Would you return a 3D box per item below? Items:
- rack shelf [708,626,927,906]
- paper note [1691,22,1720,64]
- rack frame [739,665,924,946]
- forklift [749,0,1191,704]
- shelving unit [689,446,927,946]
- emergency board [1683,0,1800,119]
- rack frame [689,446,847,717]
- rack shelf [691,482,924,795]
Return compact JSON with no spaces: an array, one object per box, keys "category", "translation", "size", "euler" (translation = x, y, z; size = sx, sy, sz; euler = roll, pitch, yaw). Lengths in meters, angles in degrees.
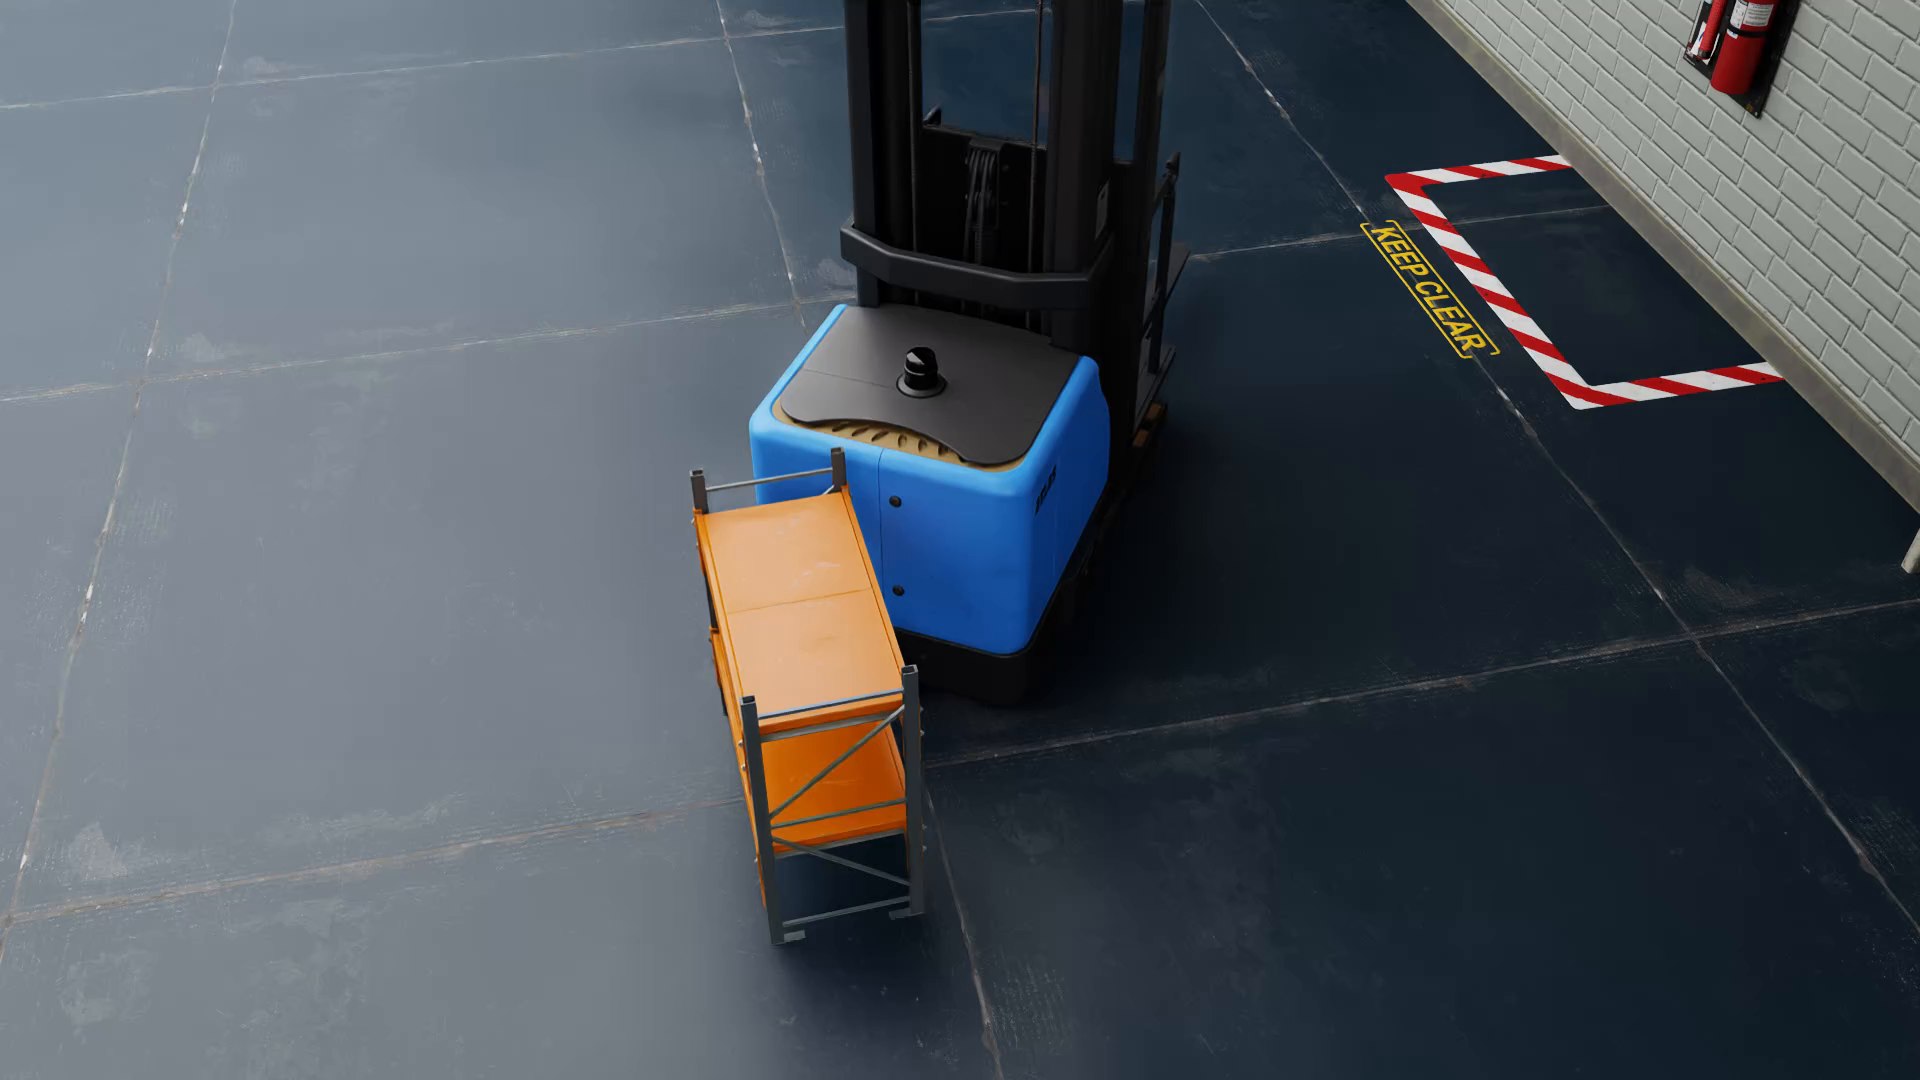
[{"category":"rack shelf","translation":[-0.490,0.677,5.508],"size":[0.538,0.278,1.000],"euler":[-10,43,-11]},{"category":"paper note","translation":[3.481,-2.321,7.769],"size":[0.016,0.148,0.142],"euler":[-8,42,-9]},{"category":"rack frame","translation":[-0.362,0.821,4.978],"size":[0.500,1.125,0.032],"euler":[-10,43,-11]},{"category":"forklift","translation":[0.261,-1.496,6.227],"size":[1.130,2.935,3.031],"euler":[14,43,15]},{"category":"shelving unit","translation":[-0.490,0.494,5.346],"size":[0.538,1.125,1.048],"euler":[-10,43,-11]},{"category":"emergency board","translation":[3.451,-2.526,7.336],"size":[0.194,1.169,0.643],"euler":[-8,42,-9]},{"category":"rack frame","translation":[-0.618,0.168,5.714],"size":[0.500,1.125,0.032],"euler":[-10,43,-11]},{"category":"rack shelf","translation":[-0.490,0.275,5.151],"size":[0.538,0.278,1.000],"euler":[-10,43,-11]}]
